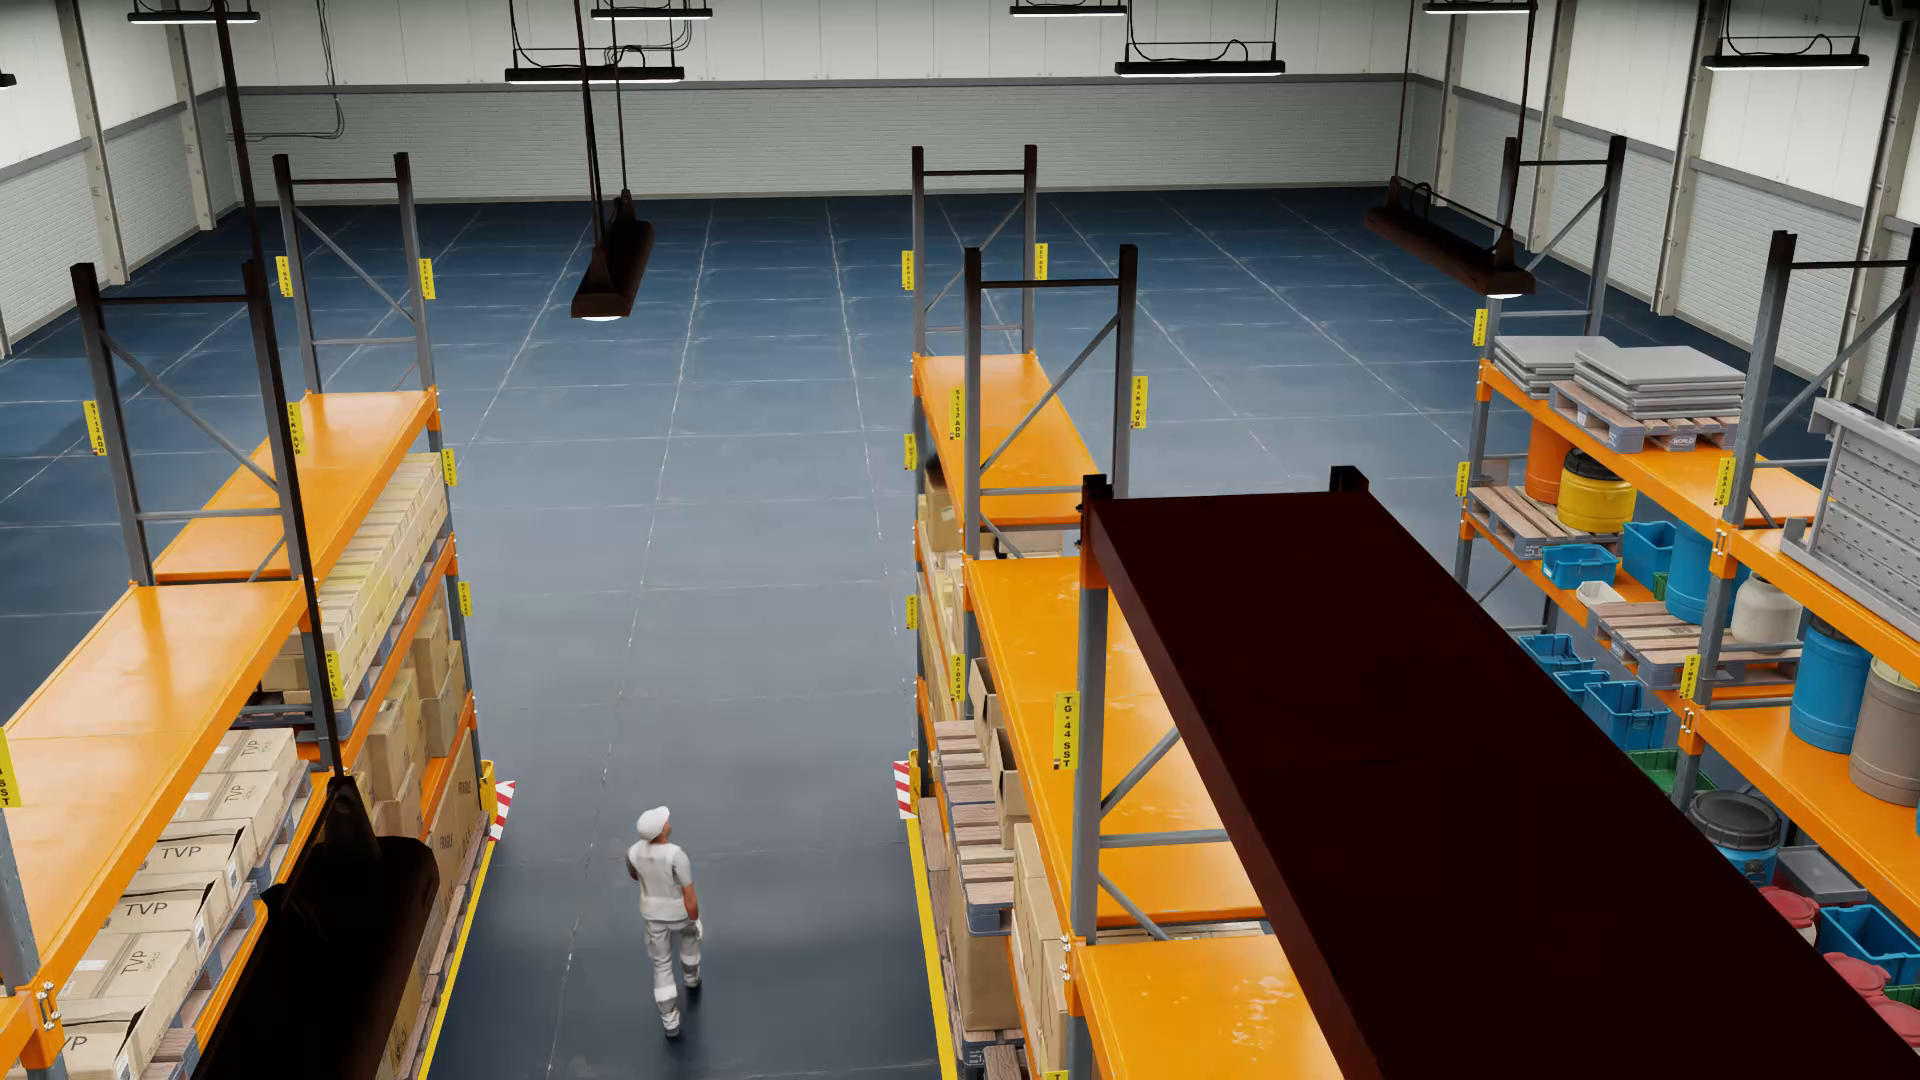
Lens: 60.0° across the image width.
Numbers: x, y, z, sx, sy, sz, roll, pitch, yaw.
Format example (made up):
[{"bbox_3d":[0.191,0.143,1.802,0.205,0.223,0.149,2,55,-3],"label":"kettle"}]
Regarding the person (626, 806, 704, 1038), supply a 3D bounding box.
[{"bbox_3d":[-2.174,2.774,12.386,0.567,1.801,0.886,-1,22,-3],"label":"person"}]
